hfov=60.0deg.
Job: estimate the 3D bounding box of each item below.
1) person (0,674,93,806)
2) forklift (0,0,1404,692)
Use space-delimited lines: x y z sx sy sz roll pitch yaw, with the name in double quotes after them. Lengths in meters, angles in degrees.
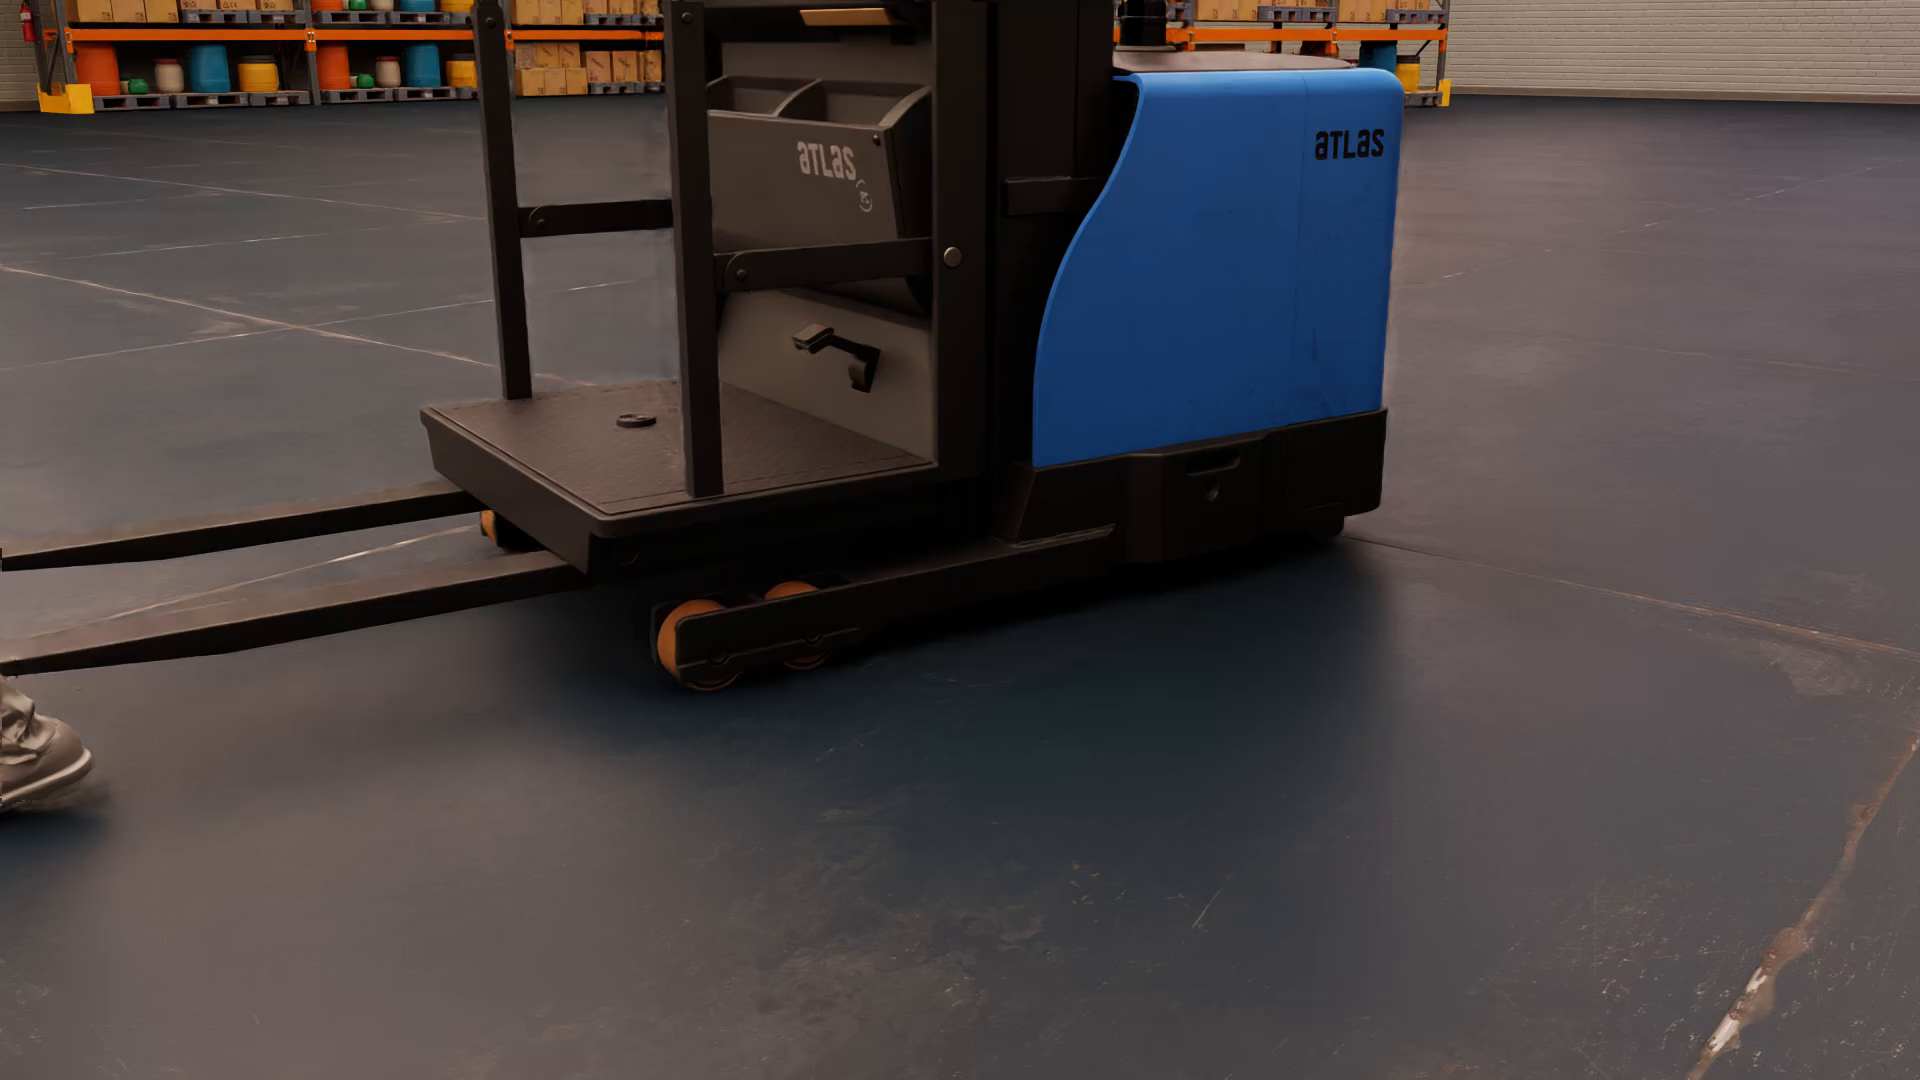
-1.813 -0.314 2.458 0.783 1.593 0.725 -8 19 -24 "person"
-0.507 -1.300 3.180 3.031 2.935 1.130 -11 20 -32 "forklift"
